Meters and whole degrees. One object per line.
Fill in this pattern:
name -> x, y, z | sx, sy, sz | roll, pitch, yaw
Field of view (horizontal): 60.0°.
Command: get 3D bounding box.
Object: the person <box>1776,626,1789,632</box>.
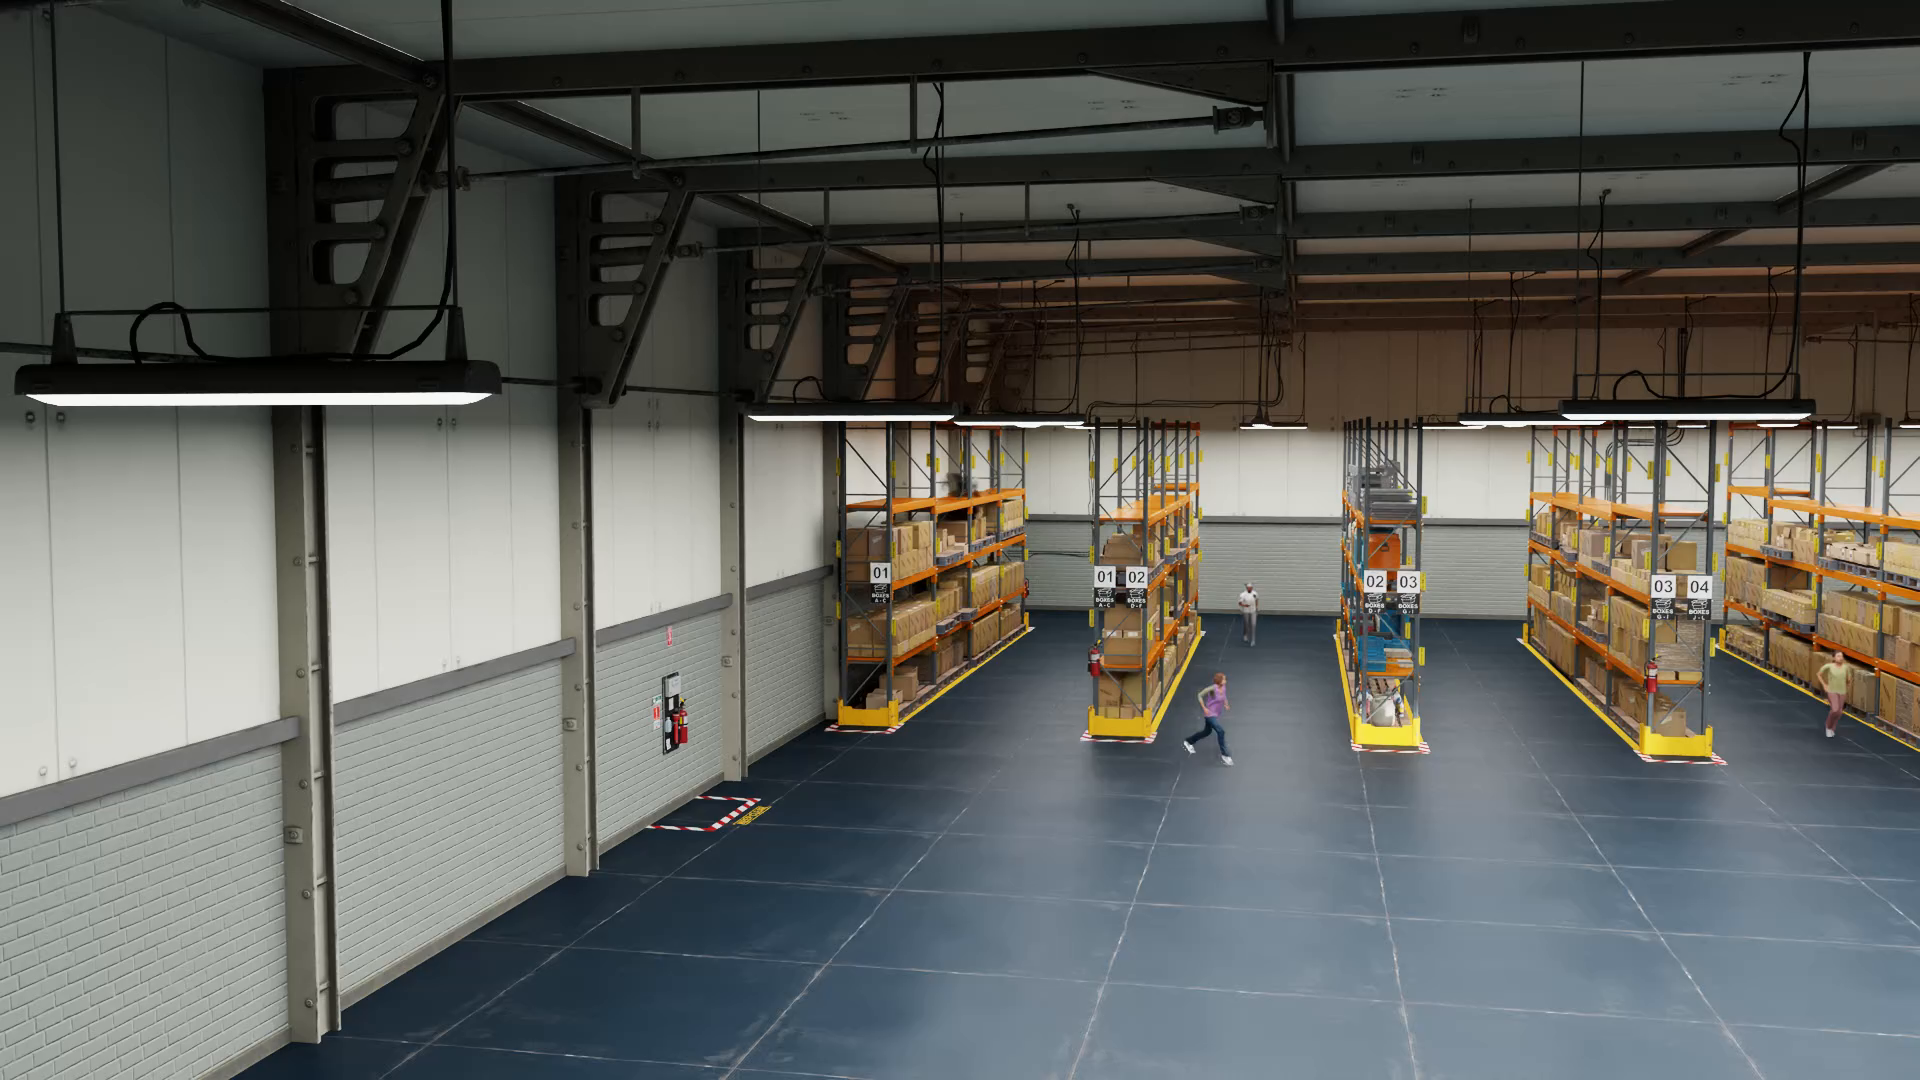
person -> 22.065, 1.994, 44.446 | 0.702, 1.724, 0.628 | -1, 4, -17

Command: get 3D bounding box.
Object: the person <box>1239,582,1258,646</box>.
person -> 7.793, 1.970, 44.908 | 0.560, 1.706, 0.922 | 0, 4, 0

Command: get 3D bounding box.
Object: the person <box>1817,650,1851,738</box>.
person -> 16.360, 2.877, 31.044 | 0.554, 1.650, 0.630 | 0, 4, 3

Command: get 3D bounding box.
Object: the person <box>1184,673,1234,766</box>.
person -> 4.321, 3.069, 28.827 | 0.997, 1.588, 0.541 | 3, 5, 37
